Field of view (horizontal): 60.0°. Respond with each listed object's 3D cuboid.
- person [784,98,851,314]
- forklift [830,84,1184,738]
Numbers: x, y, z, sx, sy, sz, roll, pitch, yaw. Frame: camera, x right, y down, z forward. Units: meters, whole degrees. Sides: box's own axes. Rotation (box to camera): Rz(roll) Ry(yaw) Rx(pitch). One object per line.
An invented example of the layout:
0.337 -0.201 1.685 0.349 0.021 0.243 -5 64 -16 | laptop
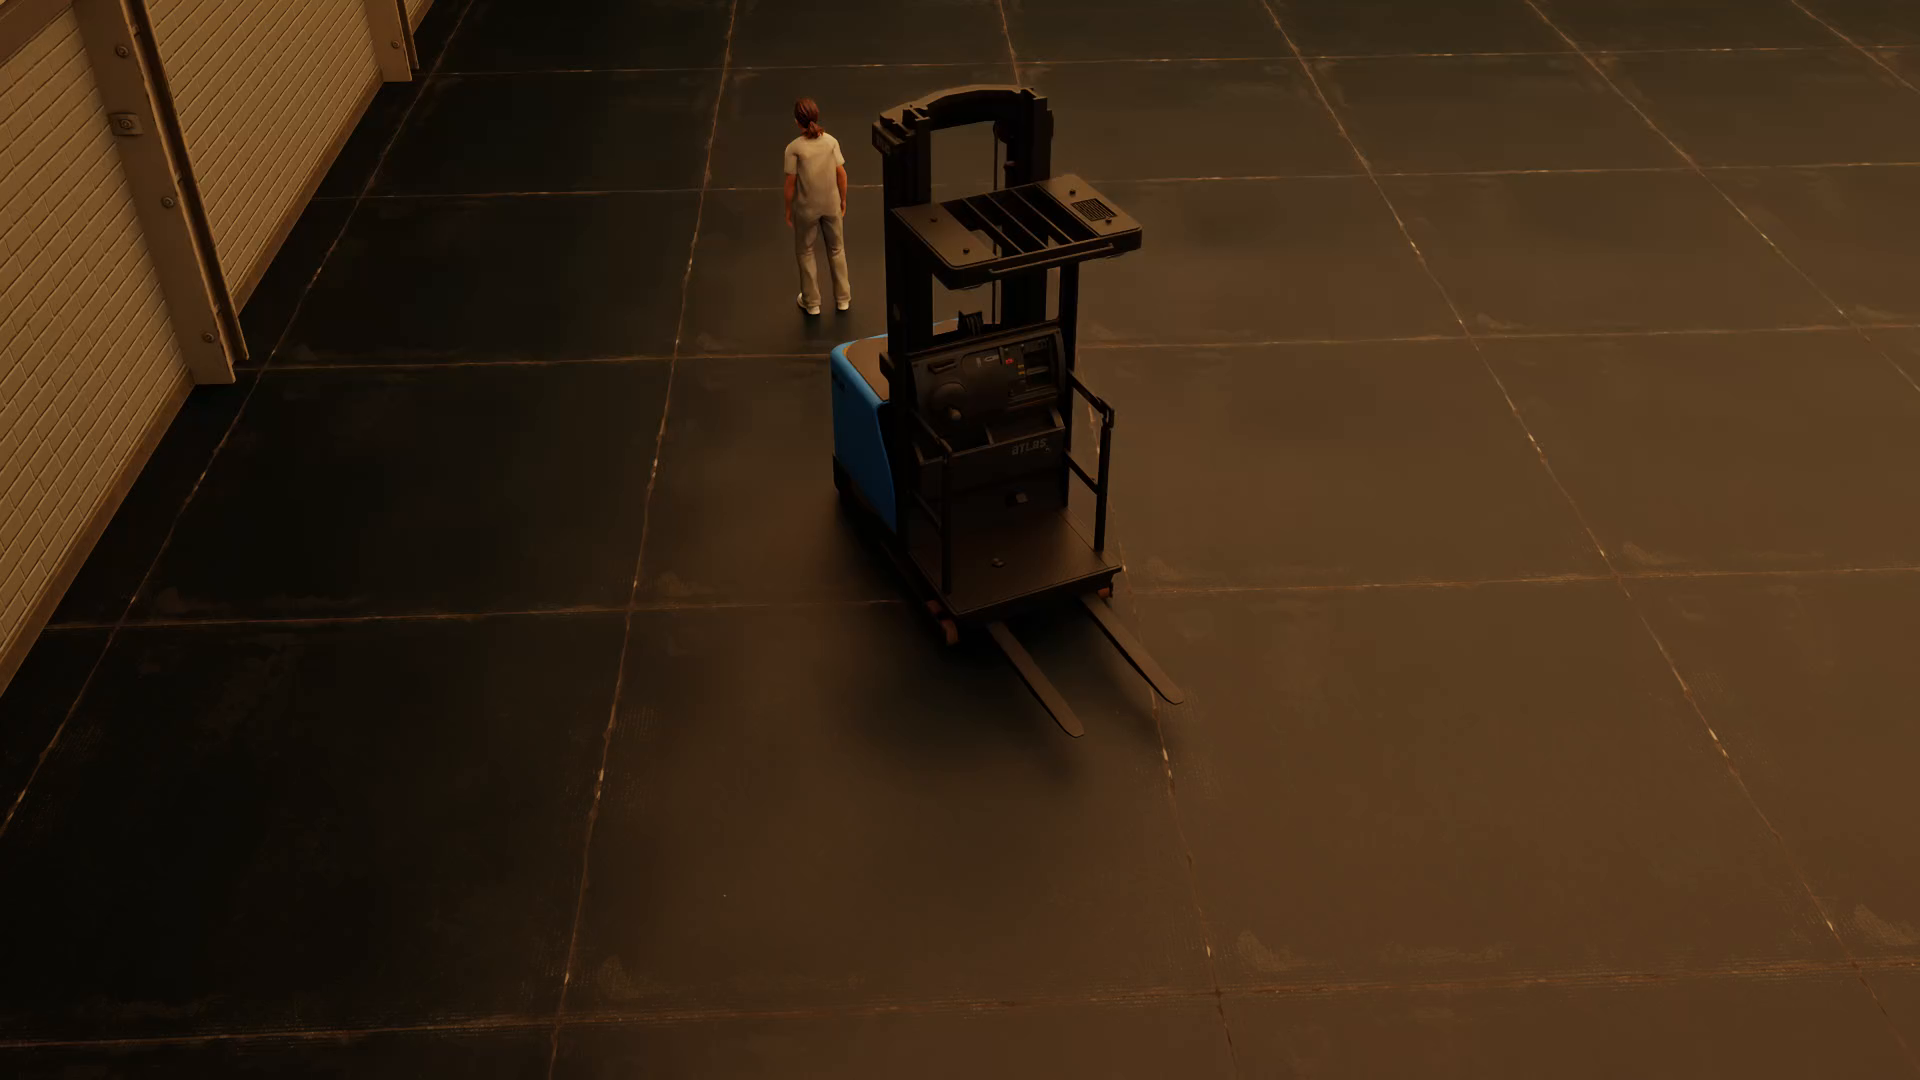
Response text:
-1.076 -2.500 12.514 0.507 1.671 0.365 -13 38 -17 | person
0.258 -0.860 9.192 1.130 2.935 3.031 -15 39 -20 | forklift
